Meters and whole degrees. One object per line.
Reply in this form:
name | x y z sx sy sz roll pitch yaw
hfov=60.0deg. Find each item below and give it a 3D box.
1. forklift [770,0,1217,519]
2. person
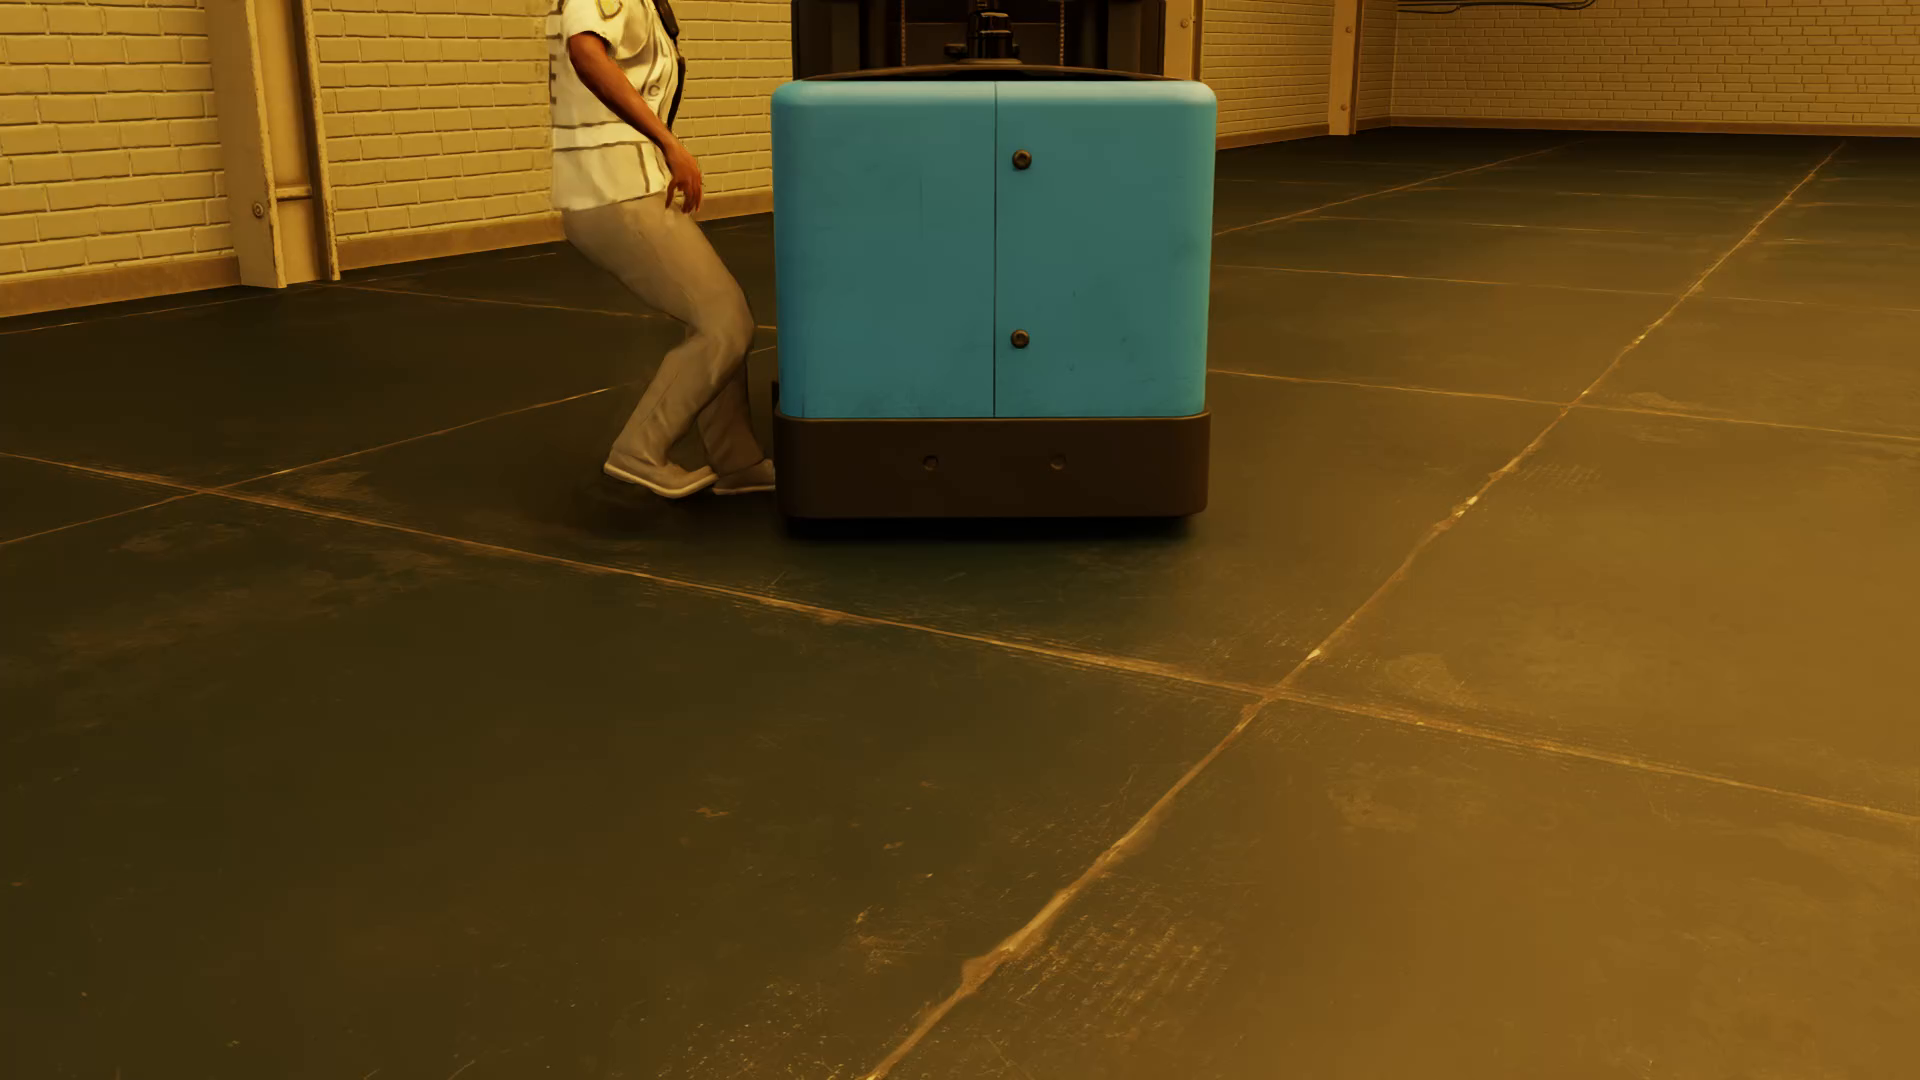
forklift | 0.047 -1.817 5.023 1.130 2.935 3.031 0 16 -1
person | -0.675 -0.840 4.084 0.638 1.604 0.882 -2 17 -6
